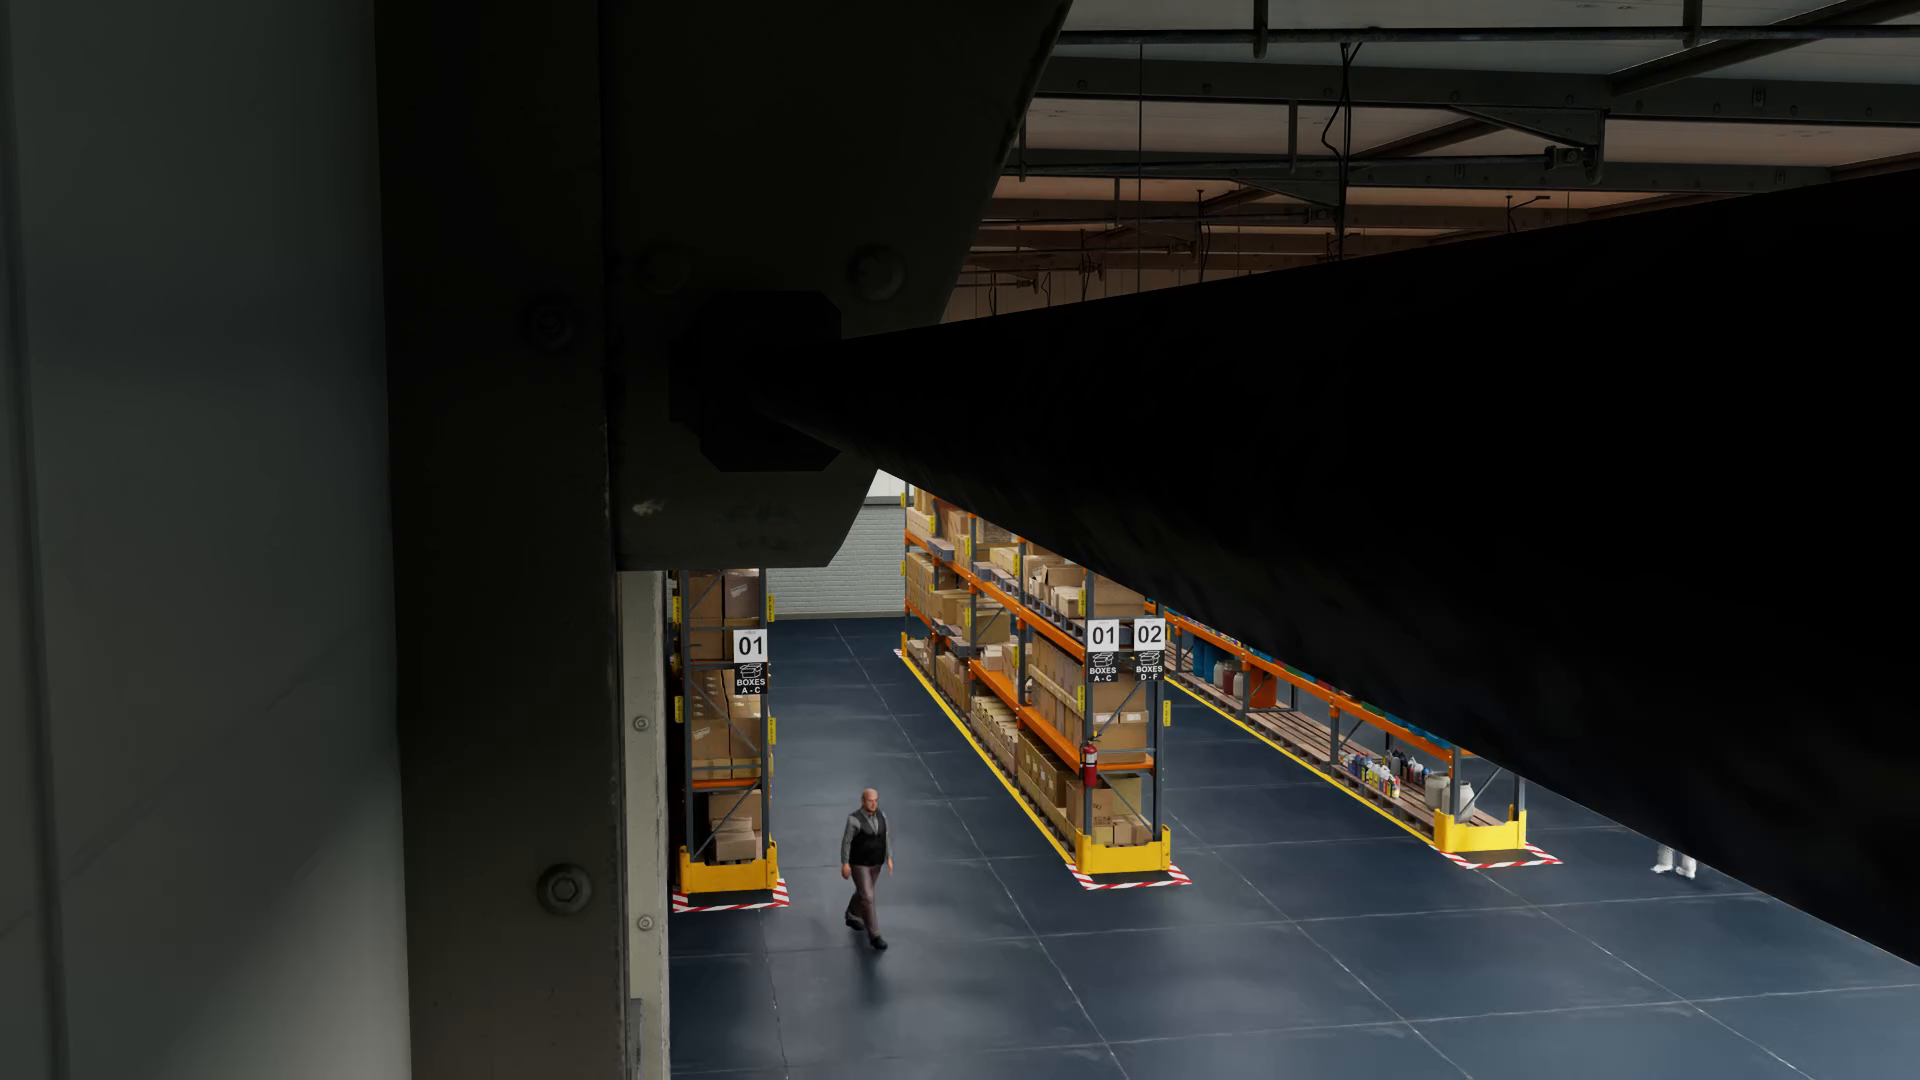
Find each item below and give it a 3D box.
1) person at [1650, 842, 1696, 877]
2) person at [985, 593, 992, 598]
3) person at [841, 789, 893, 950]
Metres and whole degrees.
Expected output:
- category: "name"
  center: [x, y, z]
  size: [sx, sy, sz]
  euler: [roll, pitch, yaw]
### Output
- category: "person"
  center: [9.013, 3.379, 20.765]
  size: [0.453, 1.715, 0.595]
  euler: [-1, 6, -14]
- category: "person"
  center: [0.895, 1.237, 40.605]
  size: [0.574, 1.752, 0.726]
  euler: [5, 8, 39]
- category: "person"
  center: [-0.992, 3.570, 18.355]
  size: [0.987, 1.666, 0.557]
  euler: [6, 8, 44]
